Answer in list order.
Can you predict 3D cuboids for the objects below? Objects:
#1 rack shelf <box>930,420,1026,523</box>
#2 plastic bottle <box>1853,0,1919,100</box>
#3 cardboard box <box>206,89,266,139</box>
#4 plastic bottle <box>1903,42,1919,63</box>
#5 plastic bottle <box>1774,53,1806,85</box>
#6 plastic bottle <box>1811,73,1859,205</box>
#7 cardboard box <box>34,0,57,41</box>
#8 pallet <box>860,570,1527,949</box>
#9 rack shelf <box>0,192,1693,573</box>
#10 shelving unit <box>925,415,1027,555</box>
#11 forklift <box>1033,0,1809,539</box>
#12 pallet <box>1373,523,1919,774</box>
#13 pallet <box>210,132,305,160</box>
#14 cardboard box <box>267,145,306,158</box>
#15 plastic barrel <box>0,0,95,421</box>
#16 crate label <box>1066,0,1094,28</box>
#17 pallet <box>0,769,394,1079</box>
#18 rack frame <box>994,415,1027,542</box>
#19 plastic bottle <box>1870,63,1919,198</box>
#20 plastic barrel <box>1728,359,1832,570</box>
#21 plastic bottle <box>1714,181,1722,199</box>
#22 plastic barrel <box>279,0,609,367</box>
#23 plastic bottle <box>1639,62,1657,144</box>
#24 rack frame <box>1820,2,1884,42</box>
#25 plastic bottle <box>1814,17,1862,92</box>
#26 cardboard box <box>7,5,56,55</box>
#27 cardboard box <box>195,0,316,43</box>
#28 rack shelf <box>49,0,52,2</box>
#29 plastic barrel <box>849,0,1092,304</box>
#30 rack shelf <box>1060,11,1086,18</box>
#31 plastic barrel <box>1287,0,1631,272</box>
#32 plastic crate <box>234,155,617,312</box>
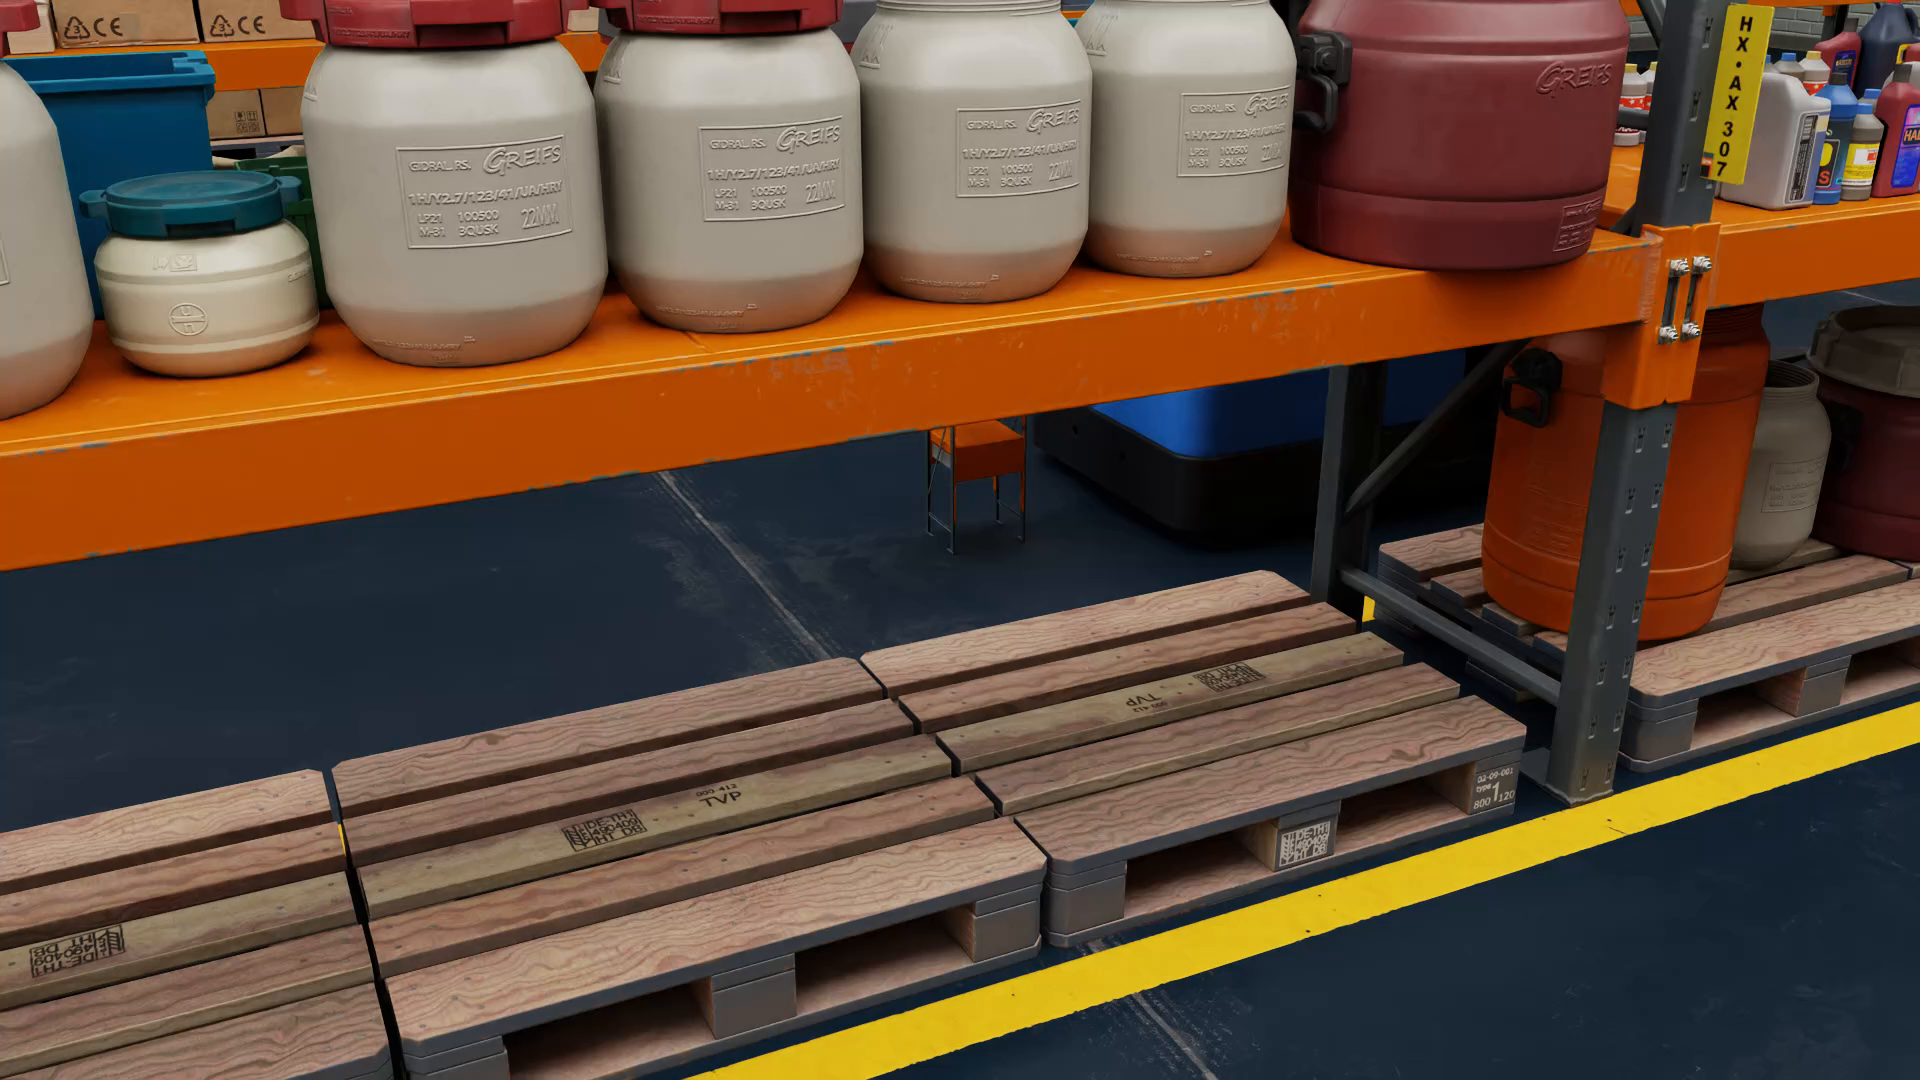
[{"bbox_3d":[0.048,-0.227,5.181,0.240,0.259,0.215,-10,25,-24],"label":"rack shelf"},{"bbox_3d":[2.598,-1.351,4.657,0.185,0.351,0.144,-10,25,-24],"label":"plastic bottle"},{"bbox_3d":[-5.096,-3.059,11.410,0.500,0.500,0.700,-10,25,-23],"label":"cardboard box"},{"bbox_3d":[2.666,-1.289,4.594,0.133,0.283,0.061,-10,25,-24],"label":"plastic bottle"},{"bbox_3d":[2.253,-1.228,4.556,0.097,0.201,0.097,0,22,0],"label":"plastic bottle"},{"bbox_3d":[1.874,-0.869,3.595,0.097,0.271,0.097,0,22,0],"label":"plastic bottle"},{"bbox_3d":[-3.809,-2.149,6.696,0.258,0.266,0.396,-11,25,-25],"label":"cardboard box"},{"bbox_3d":[0.513,0.445,3.898,1.213,0.211,1.003,-10,25,-24],"label":"pallet"},{"bbox_3d":[-0.575,-0.294,2.979,4.000,0.370,1.077,-10,25,-24],"label":"rack shelf"},{"bbox_3d":[0.048,-0.494,5.071,0.252,1.050,0.215,-10,25,-24],"label":"shelving unit"},{"bbox_3d":[1.811,-1.733,5.604,3.031,2.935,1.130,-11,25,-24],"label":"forklift"},{"bbox_3d":[1.920,0.185,4.527,1.213,0.211,1.003,-10,25,-24],"label":"pallet"},{"bbox_3d":[-4.872,-2.754,11.627,1.213,0.211,1.003,-10,25,-24],"label":"pallet"},{"bbox_3d":[-2.910,-1.604,7.515,0.500,0.311,0.500,-11,25,-24],"label":"cardboard box"},{"bbox_3d":[-1.420,-0.441,2.215,0.433,0.535,0.433,0,22,0],"label":"plastic barrel"},{"bbox_3d":[0.215,-0.903,3.463,0.616,0.435,0.502,-10,25,-24],"label":"crate label"},{"bbox_3d":[-1.686,0.850,2.920,1.213,0.211,1.003,-10,25,-24],"label":"pallet"},{"bbox_3d":[0.158,-0.514,5.120,0.008,1.050,0.200,-10,25,-24],"label":"rack frame"},{"bbox_3d":[2.074,-0.903,3.663,0.133,0.283,0.061,-10,25,-24],"label":"plastic bottle"},{"bbox_3d":[2.131,-0.214,4.549,0.421,0.512,0.421,0,22,0],"label":"plastic barrel"},{"bbox_3d":[1.692,-0.914,3.697,0.135,0.276,0.152,-10,25,-24],"label":"plastic bottle"},{"bbox_3d":[-0.758,-0.562,2.509,0.433,0.535,0.433,0,22,0],"label":"plastic barrel"},{"bbox_3d":[1.815,-1.148,4.361,0.097,0.201,0.097,0,22,0],"label":"plastic bottle"},{"bbox_3d":[6.291,-3.993,10.974,0.127,3.000,1.000,-10,25,-24],"label":"rack frame"},{"bbox_3d":[2.437,-1.308,4.640,0.133,0.283,0.061,-10,25,-24],"label":"plastic bottle"},{"bbox_3d":[-3.635,-1.963,6.398,0.250,0.149,0.380,-10,25,-24],"label":"cardboard box"},{"bbox_3d":[-2.897,-2.341,6.852,0.500,0.500,0.500,-10,25,-24],"label":"cardboard box"},{"bbox_3d":[-4.871,-3.708,11.227,4.000,0.370,1.077,-10,25,-24],"label":"rack shelf"},{"bbox_3d":[0.014,-0.696,2.863,0.421,0.512,0.421,0,22,0],"label":"plastic barrel"},{"bbox_3d":[0.885,-2.665,8.707,4.000,0.370,1.077,-10,25,-24],"label":"rack shelf"},{"bbox_3d":[0.941,-0.840,3.179,0.708,0.536,0.600,-10,25,-24],"label":"plastic barrel"},{"bbox_3d":[-0.930,-0.583,3.013,0.662,0.188,0.450,-10,25,-24],"label":"plastic crate"}]
